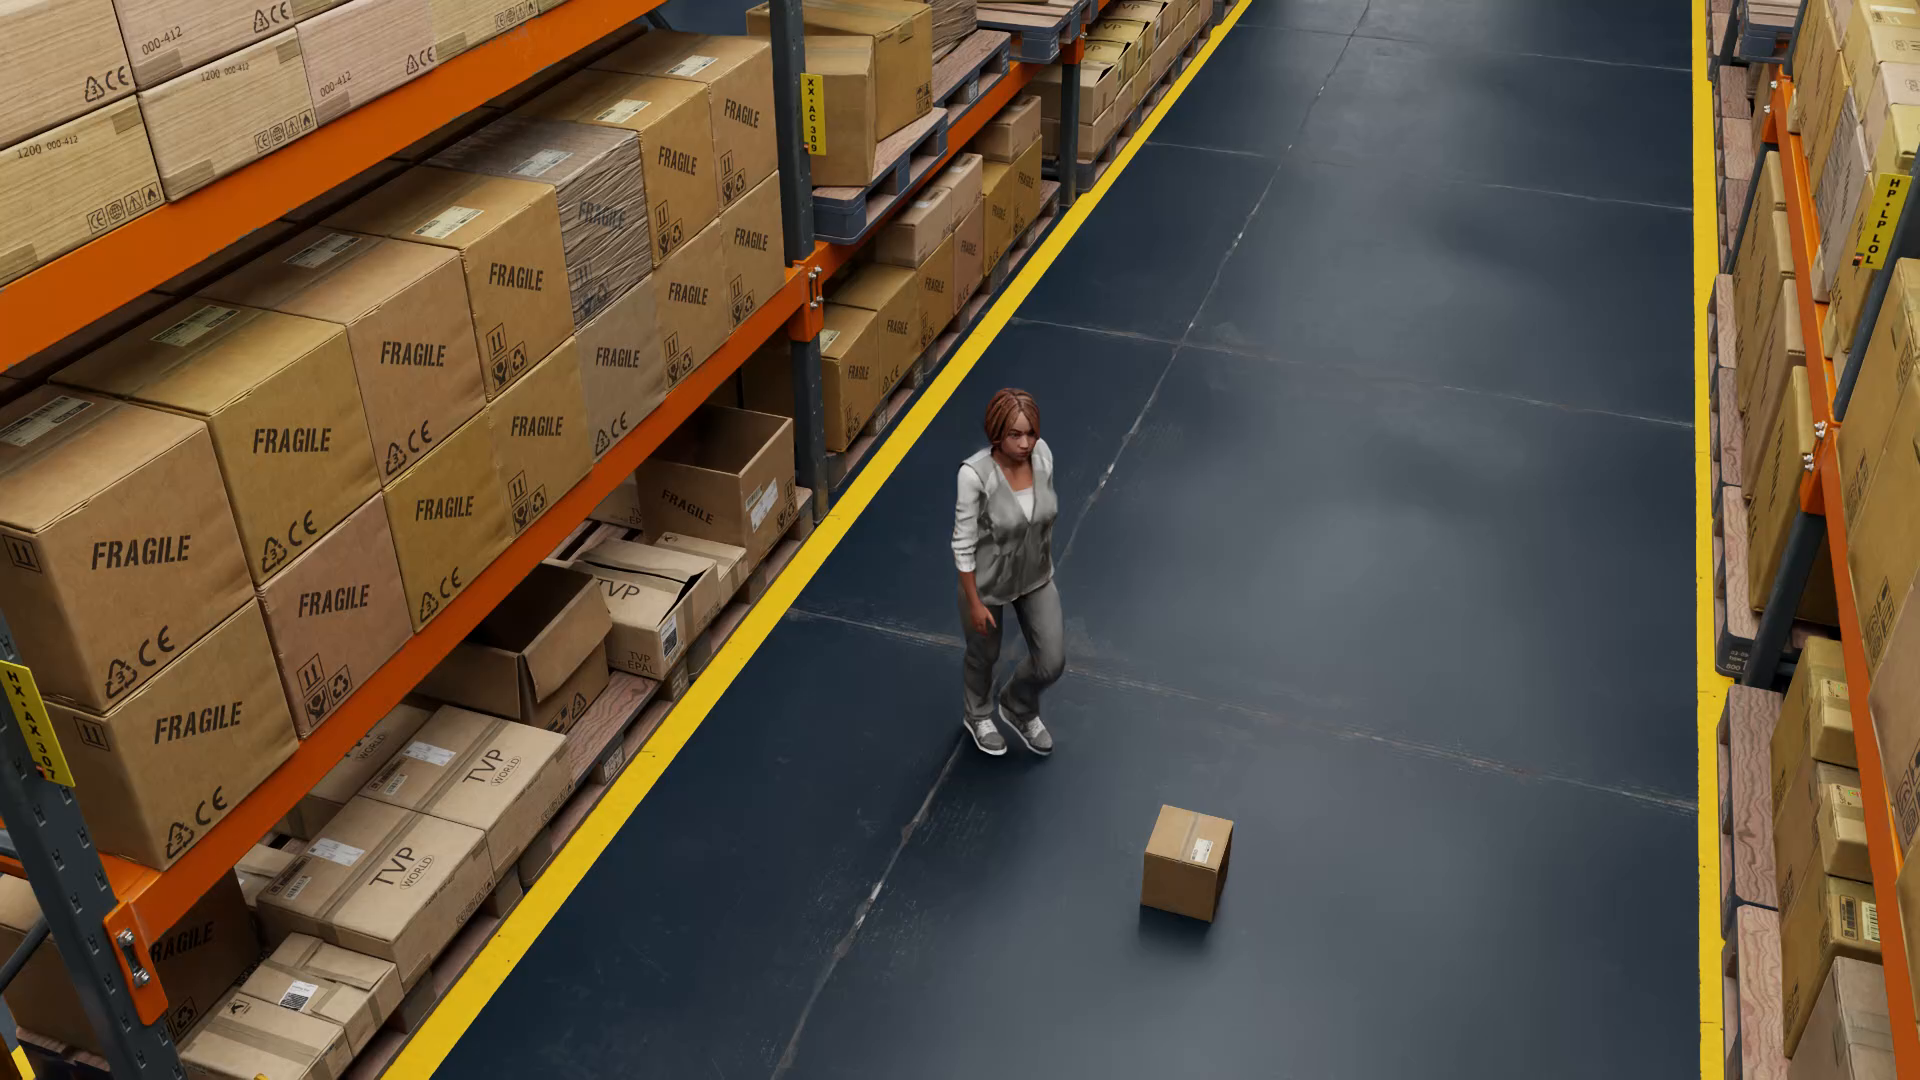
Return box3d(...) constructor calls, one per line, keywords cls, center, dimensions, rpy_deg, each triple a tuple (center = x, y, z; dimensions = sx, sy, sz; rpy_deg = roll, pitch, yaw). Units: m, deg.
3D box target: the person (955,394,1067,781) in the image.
box3d(cls="person", center=(0.154, 0.172, 5.903), dimensions=(0.428, 1.624, 0.483), rpy_deg=(-14, 36, -20))
